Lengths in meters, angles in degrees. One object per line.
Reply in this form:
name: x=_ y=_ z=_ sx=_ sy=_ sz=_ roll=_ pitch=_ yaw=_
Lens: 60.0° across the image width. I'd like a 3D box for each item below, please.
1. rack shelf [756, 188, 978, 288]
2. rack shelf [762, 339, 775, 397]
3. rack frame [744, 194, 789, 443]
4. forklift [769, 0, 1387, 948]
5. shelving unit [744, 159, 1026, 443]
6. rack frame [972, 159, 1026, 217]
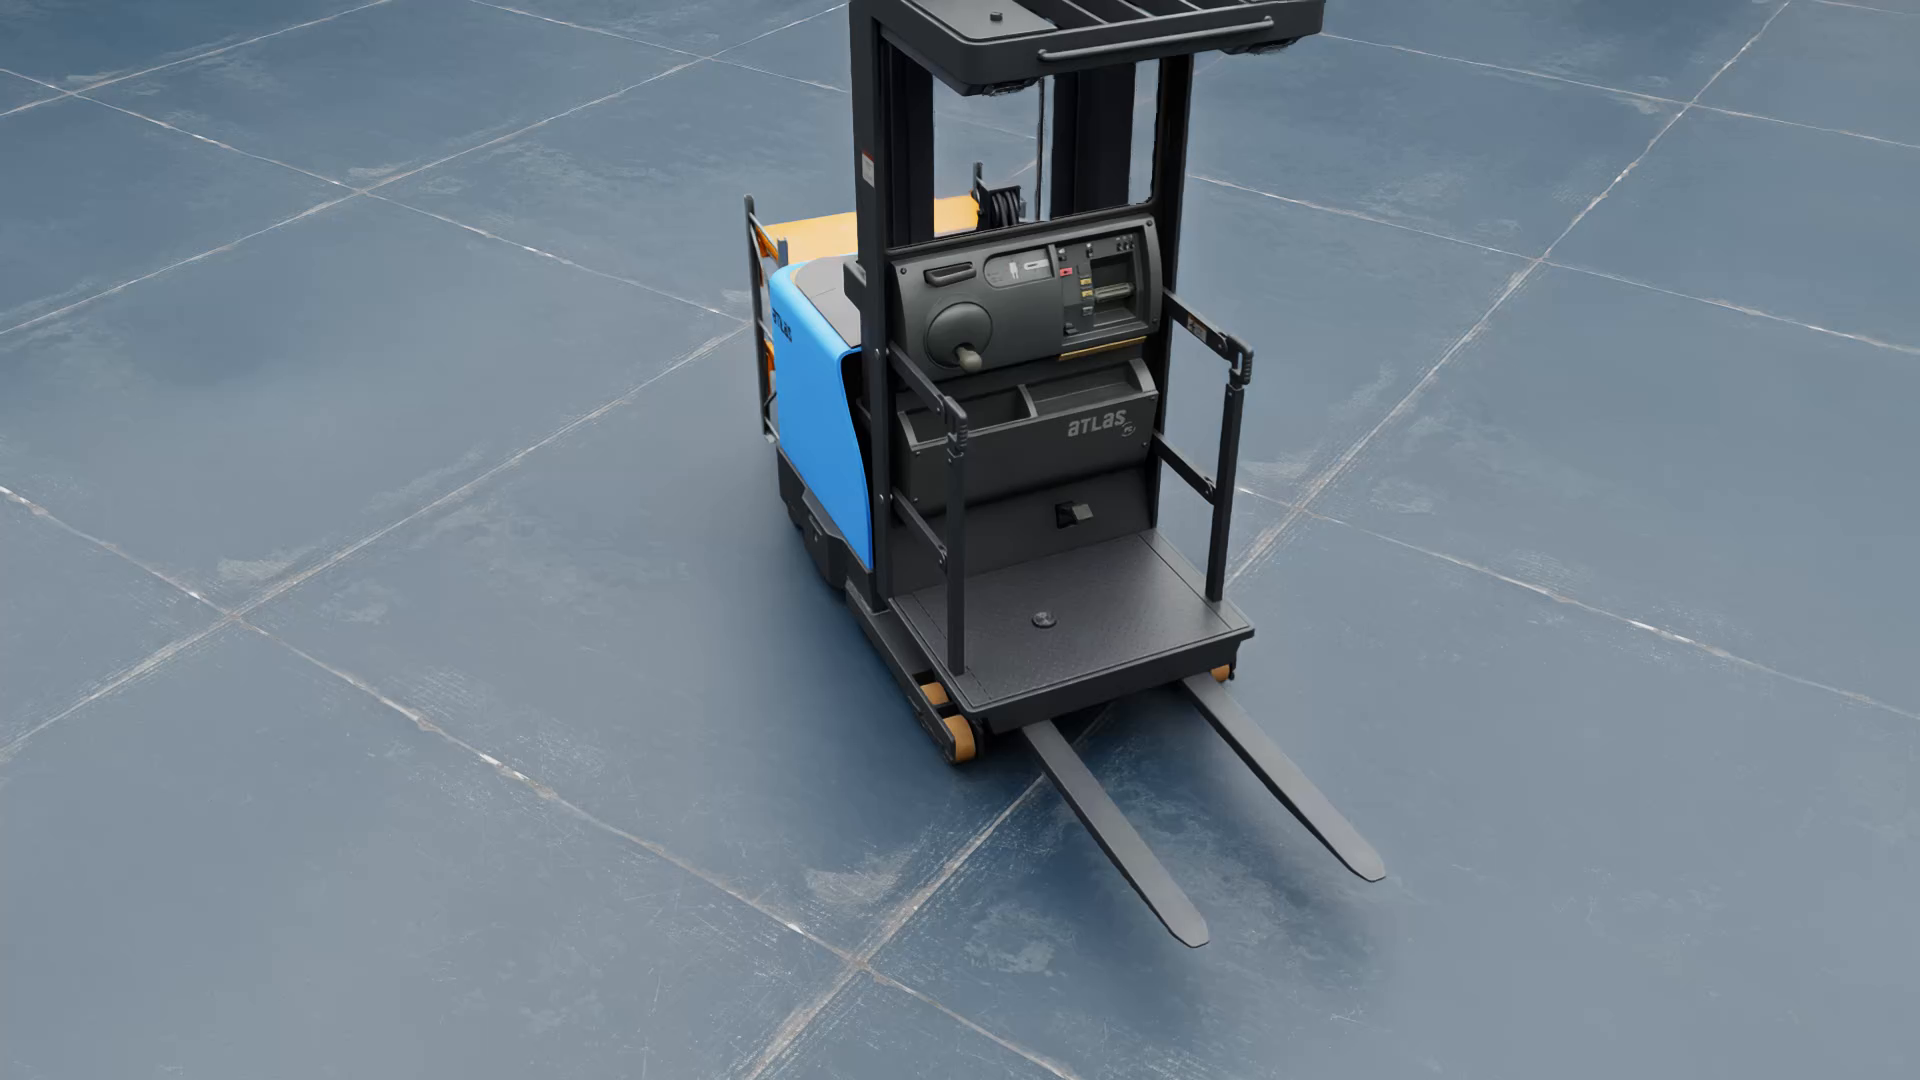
rack shelf: x=-0.310 y=-1.178 z=6.965 sx=1.000 sy=0.278 sz=0.538 roll=-13 pitch=36 yaw=-18
rack shelf: x=-0.310 y=-0.733 z=7.266 sx=1.000 sy=0.278 sz=0.538 roll=-13 pitch=36 yaw=-18
rack frame: x=-0.780 y=-0.827 z=6.968 sx=0.032 sy=1.125 sz=0.500 roll=-13 pitch=36 yaw=-18
forklift: x=0.324 y=-0.735 z=5.220 sx=1.130 sy=2.935 sz=3.031 roll=-14 pitch=37 yaw=-20
shelving unit: x=-0.310 y=-0.936 z=7.129 sx=1.048 sy=1.125 sz=0.538 roll=-13 pitch=36 yaw=-18
rack frame: x=0.159 y=-1.045 z=7.290 sx=0.032 sy=1.125 sz=0.500 roll=-13 pitch=36 yaw=-18
